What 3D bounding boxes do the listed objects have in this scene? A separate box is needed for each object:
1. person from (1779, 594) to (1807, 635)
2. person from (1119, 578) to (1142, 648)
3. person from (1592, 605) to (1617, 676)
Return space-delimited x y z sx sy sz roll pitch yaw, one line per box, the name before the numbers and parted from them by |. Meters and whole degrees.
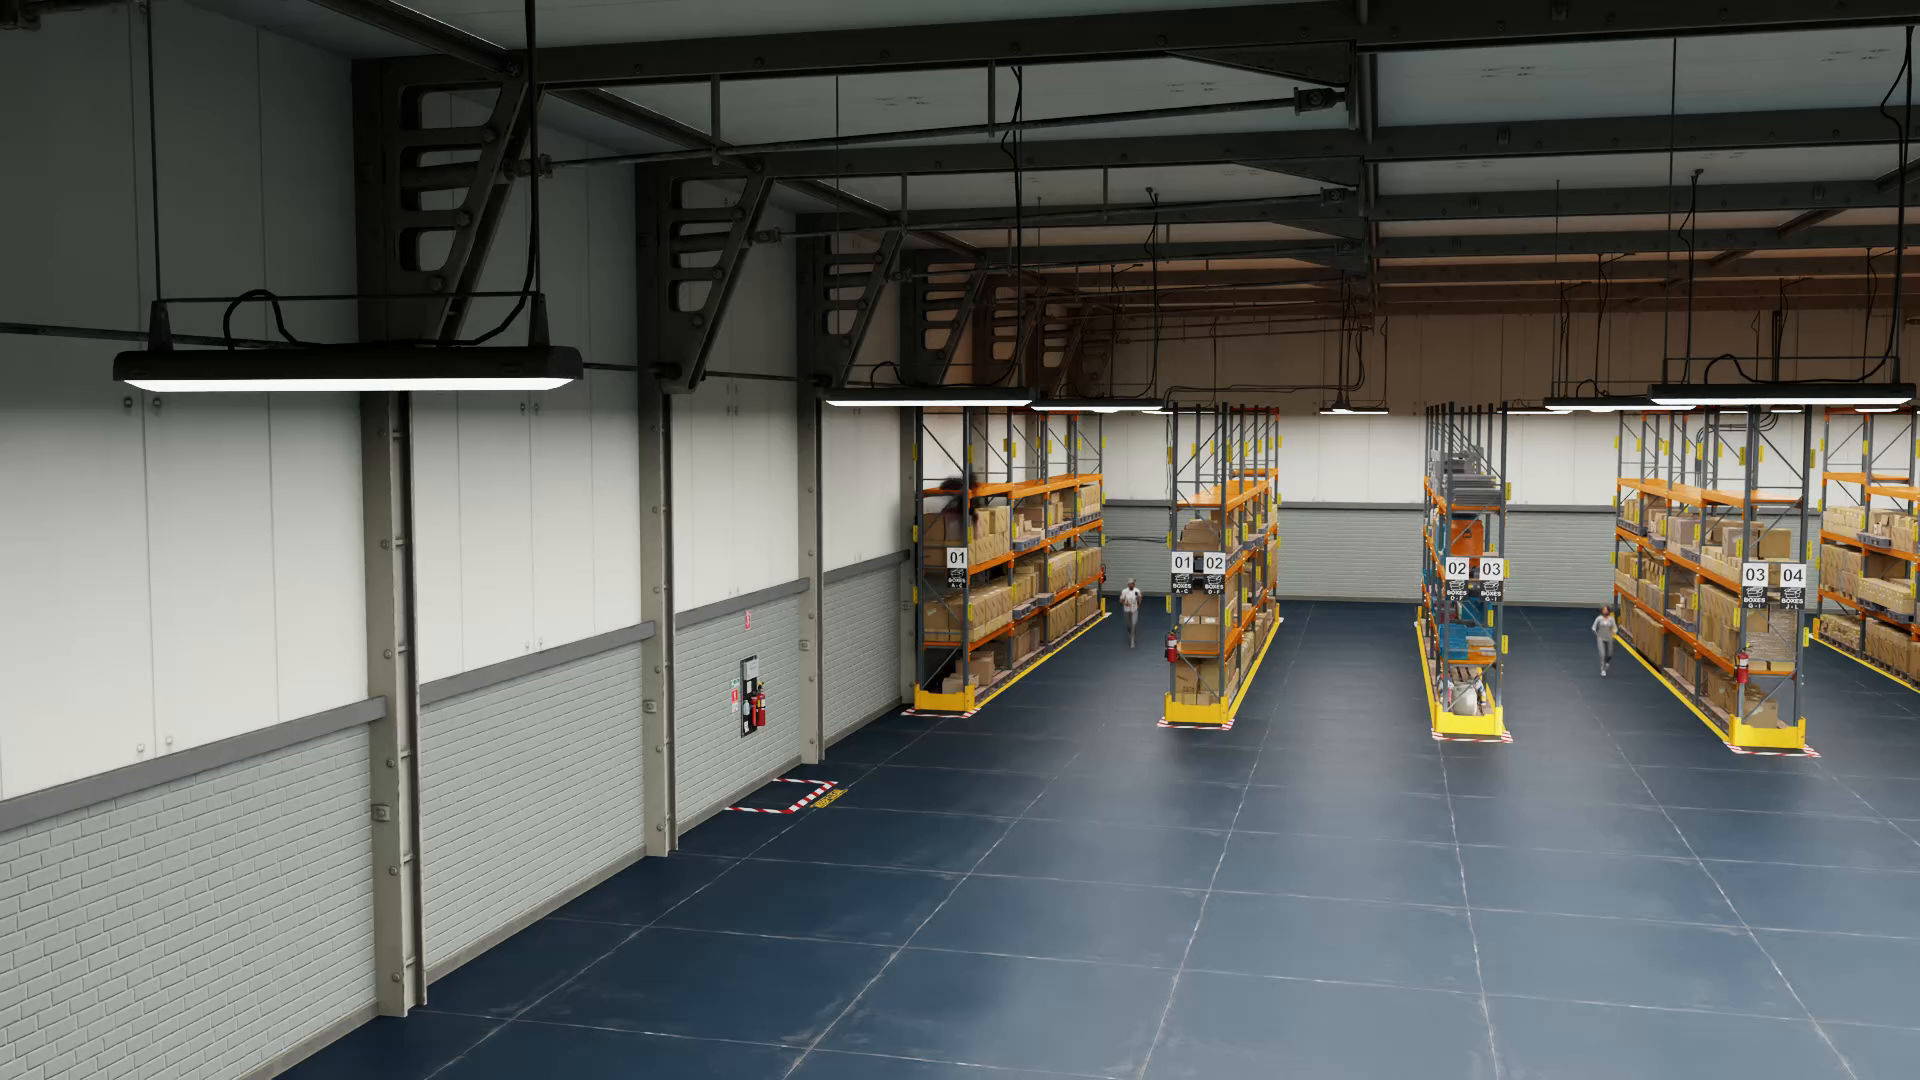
person | 20.251 1.860 40.539 0.699 1.742 0.656 2 5 23
person | 4.283 1.803 41.817 0.543 1.716 1.078 1 4 11
person | 14.302 2.267 36.912 0.535 1.458 0.567 1 4 16
